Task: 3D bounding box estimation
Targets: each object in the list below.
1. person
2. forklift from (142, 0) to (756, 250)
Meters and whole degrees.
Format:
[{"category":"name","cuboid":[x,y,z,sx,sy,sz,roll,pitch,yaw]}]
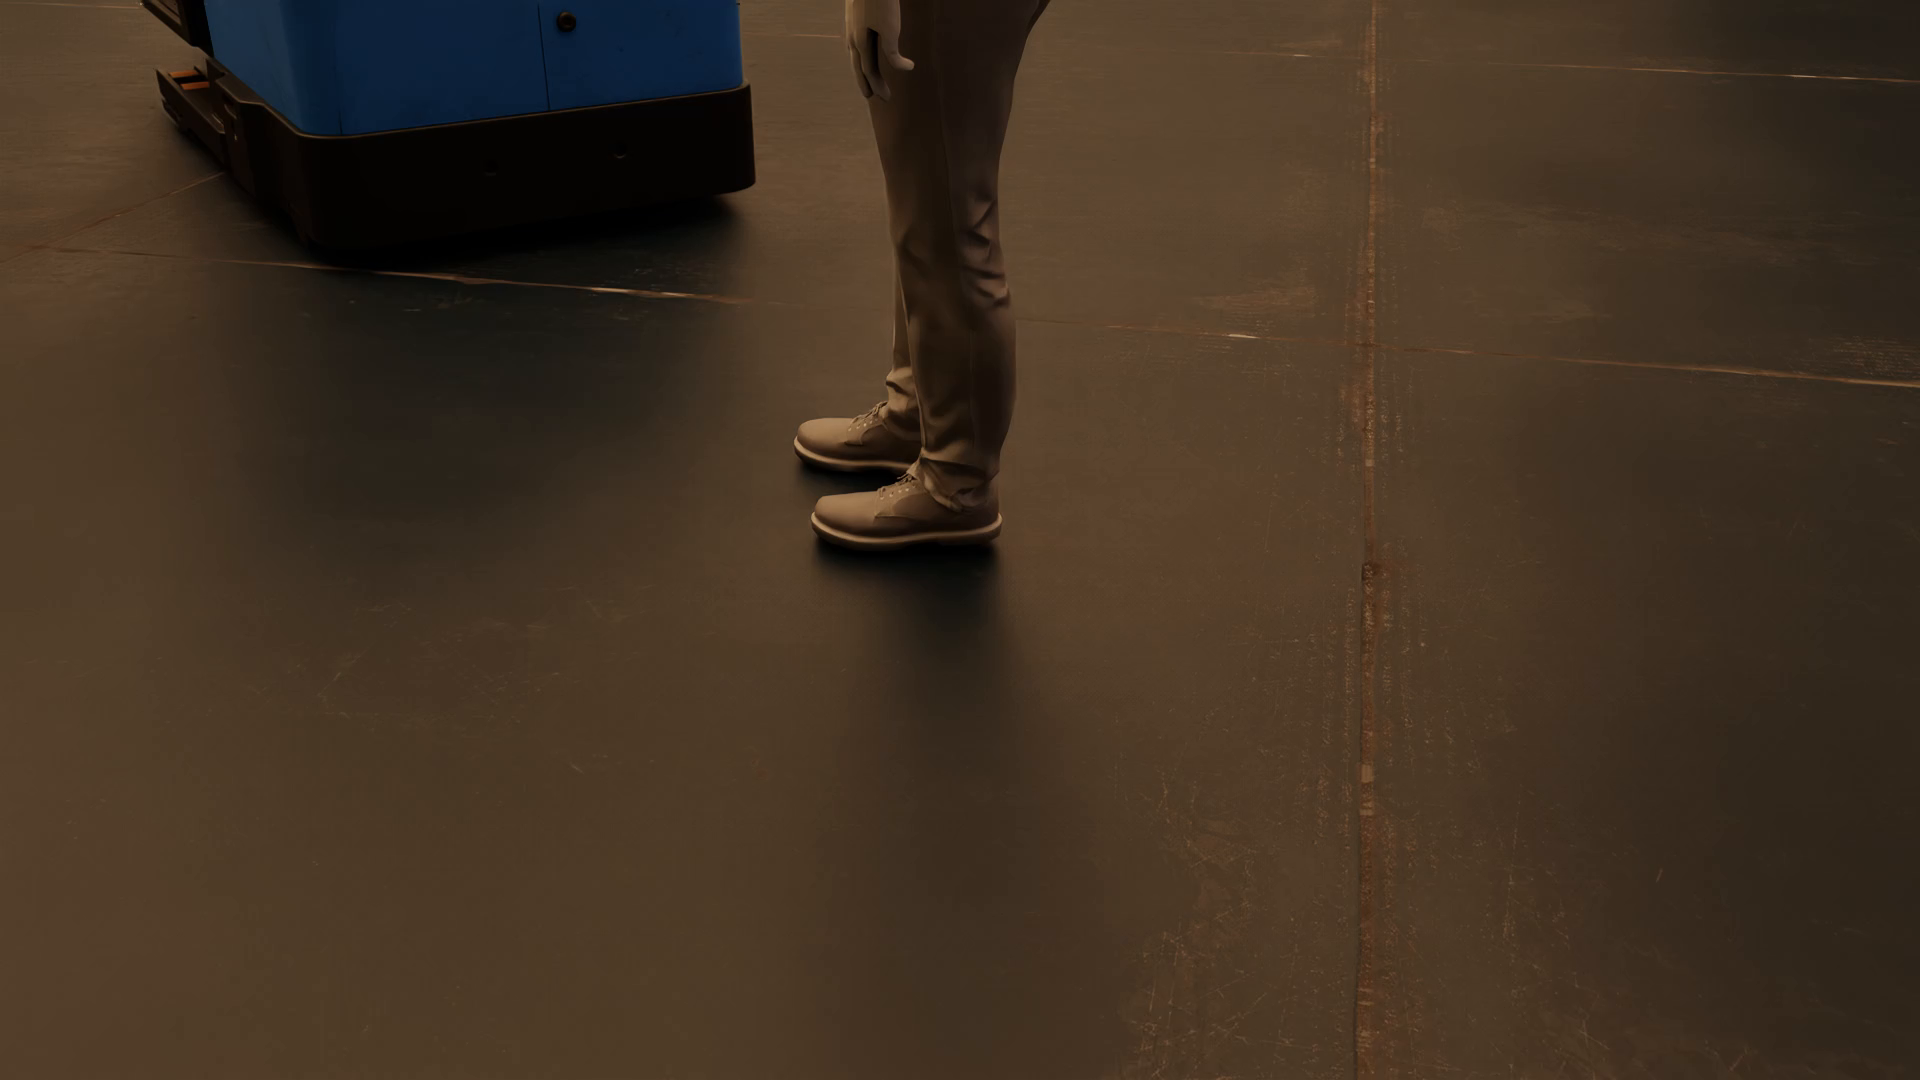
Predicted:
[{"category":"person","cuboid":[-0.066,-0.767,2.137,0.529,1.682,0.587,6,27,11]},{"category":"forklift","cuboid":[-1.710,-2.555,4.311,1.130,2.935,3.031,-16,31,-28]}]
